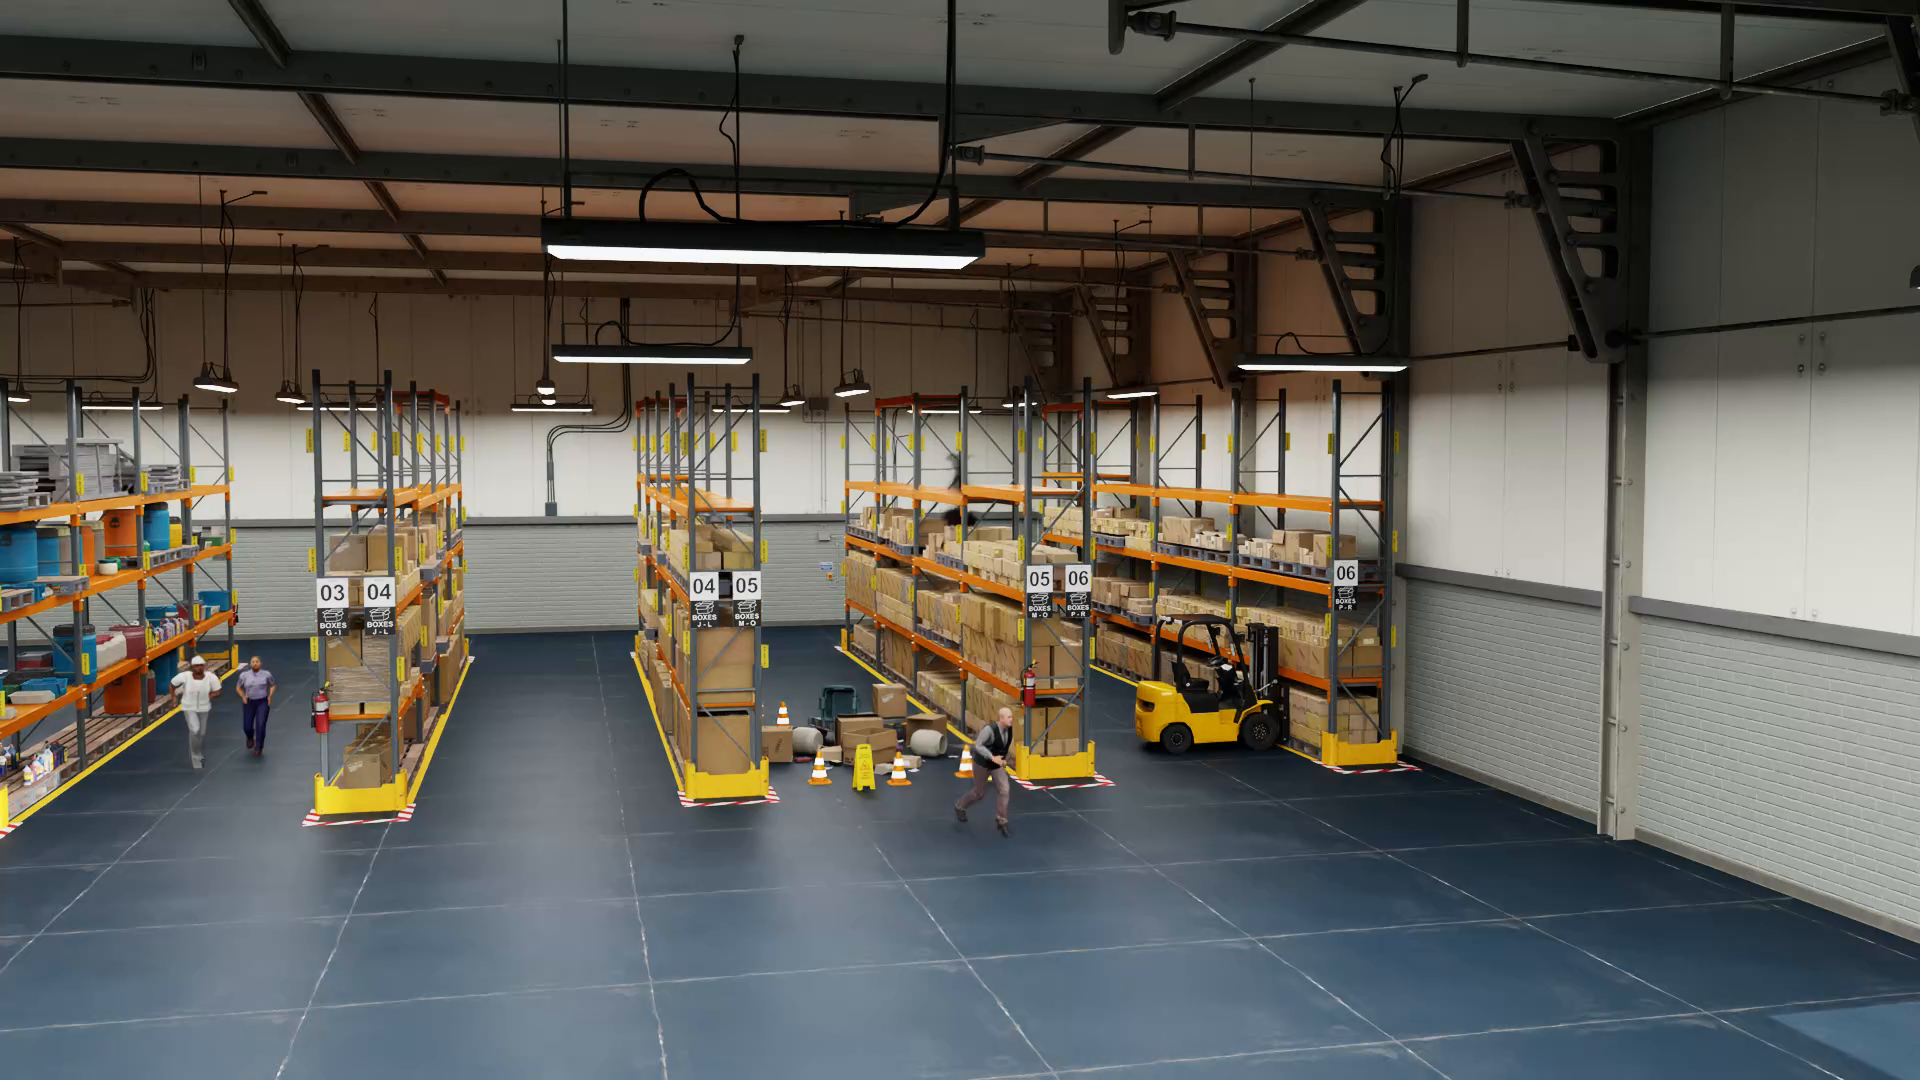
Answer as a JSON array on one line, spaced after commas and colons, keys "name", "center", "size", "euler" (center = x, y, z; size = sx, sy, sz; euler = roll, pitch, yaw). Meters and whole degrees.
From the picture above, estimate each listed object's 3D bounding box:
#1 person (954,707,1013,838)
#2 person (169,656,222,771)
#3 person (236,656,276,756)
[{"name": "person", "center": [0.321, 2.958, 21.499], "size": [1.007, 1.682, 0.697], "euler": [3, 4, 41]}, {"name": "person", "center": [-11.839, 2.658, 25.780], "size": [0.727, 1.770, 0.831], "euler": [-2, 4, -37]}, {"name": "person", "center": [-11.330, 2.656, 26.788], "size": [0.595, 1.601, 0.561], "euler": [-1, 4, -23]}]
